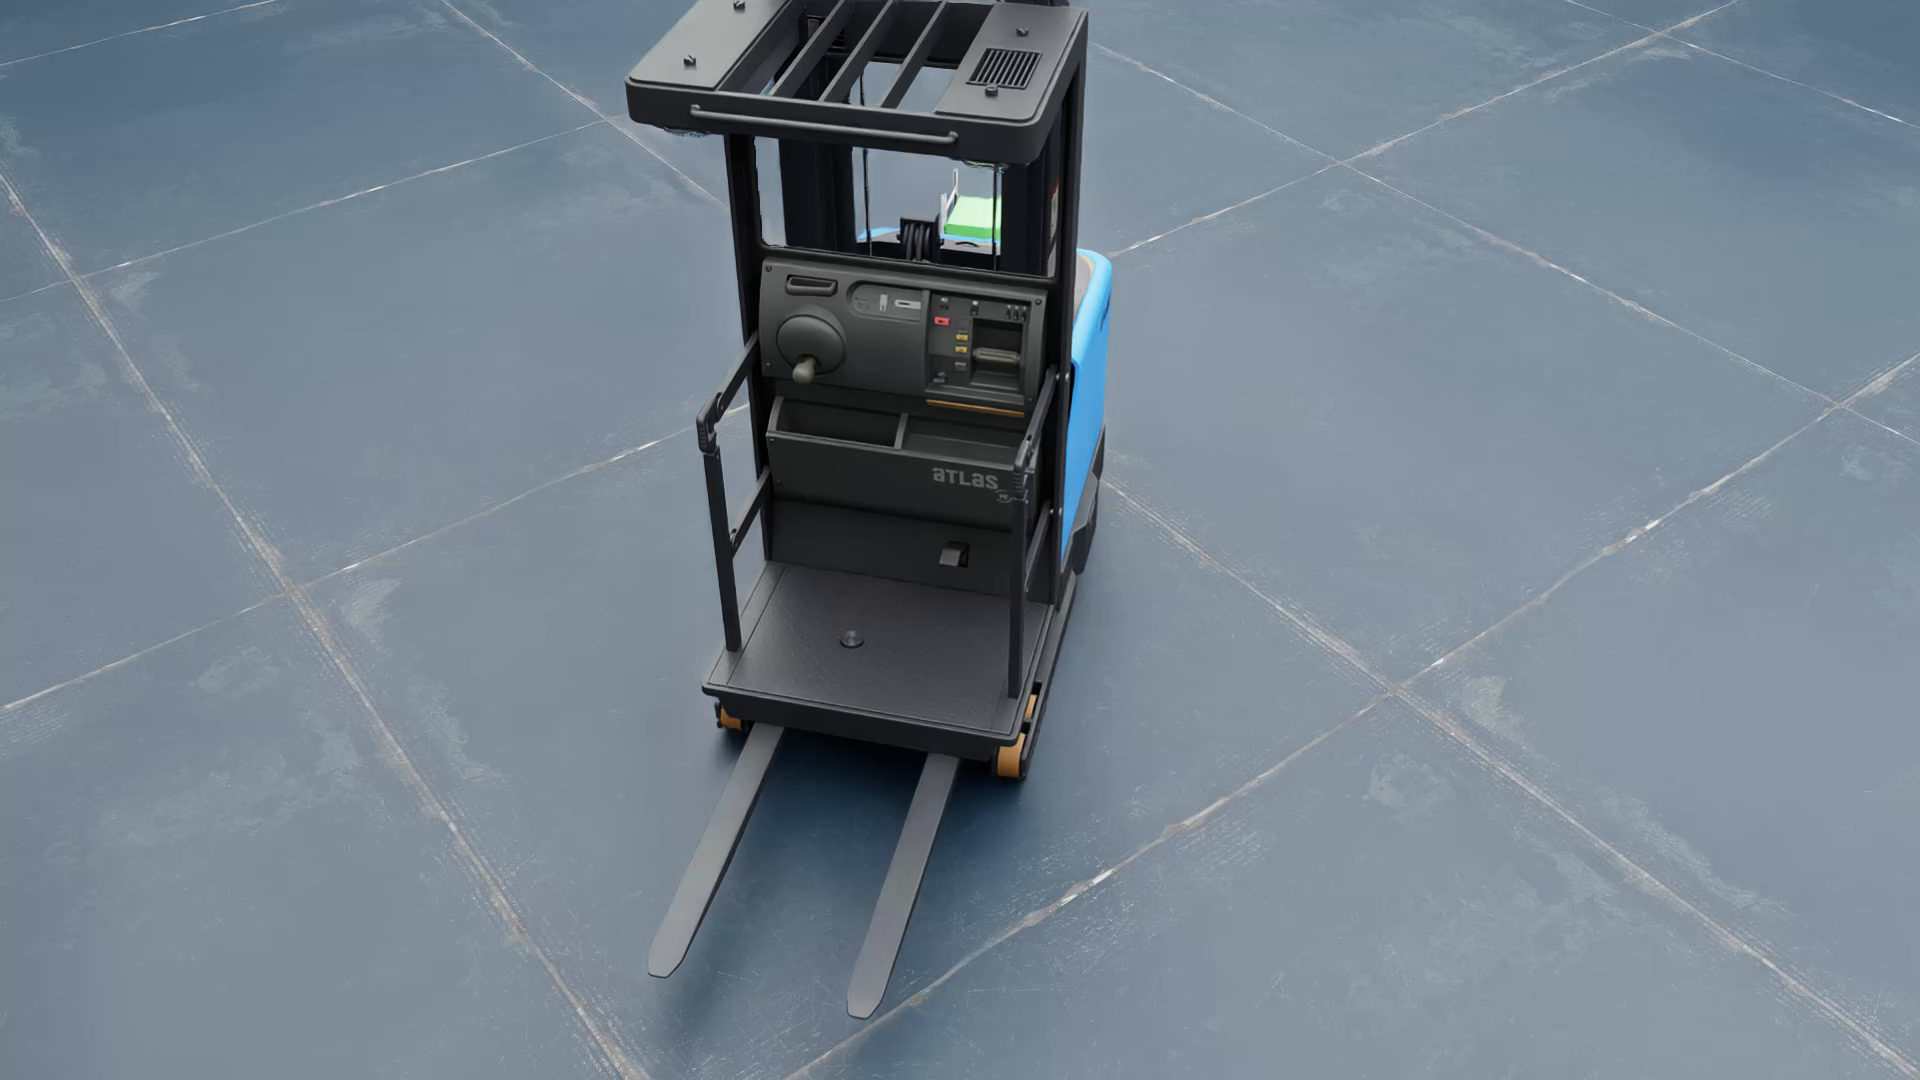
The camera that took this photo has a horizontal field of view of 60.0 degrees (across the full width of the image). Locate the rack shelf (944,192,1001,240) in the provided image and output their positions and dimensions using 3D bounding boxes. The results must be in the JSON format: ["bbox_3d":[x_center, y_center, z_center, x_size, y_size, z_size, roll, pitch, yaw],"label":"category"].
[{"bbox_3d":[0.199,-1.247,6.668,0.480,0.148,0.258,8,40,10],"label":"rack shelf"}]

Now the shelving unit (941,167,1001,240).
[{"bbox_3d":[0.199,-0.925,6.932,0.503,1.200,0.258,8,40,10],"label":"shelving unit"}]

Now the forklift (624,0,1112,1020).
[{"bbox_3d":[-0.238,-0.579,5.145,1.130,2.935,3.031,9,40,10],"label":"forklift"}]

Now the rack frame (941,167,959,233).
[{"bbox_3d":[-0.039,-0.960,6.974,0.015,1.200,0.240,8,40,10],"label":"rack frame"}]
